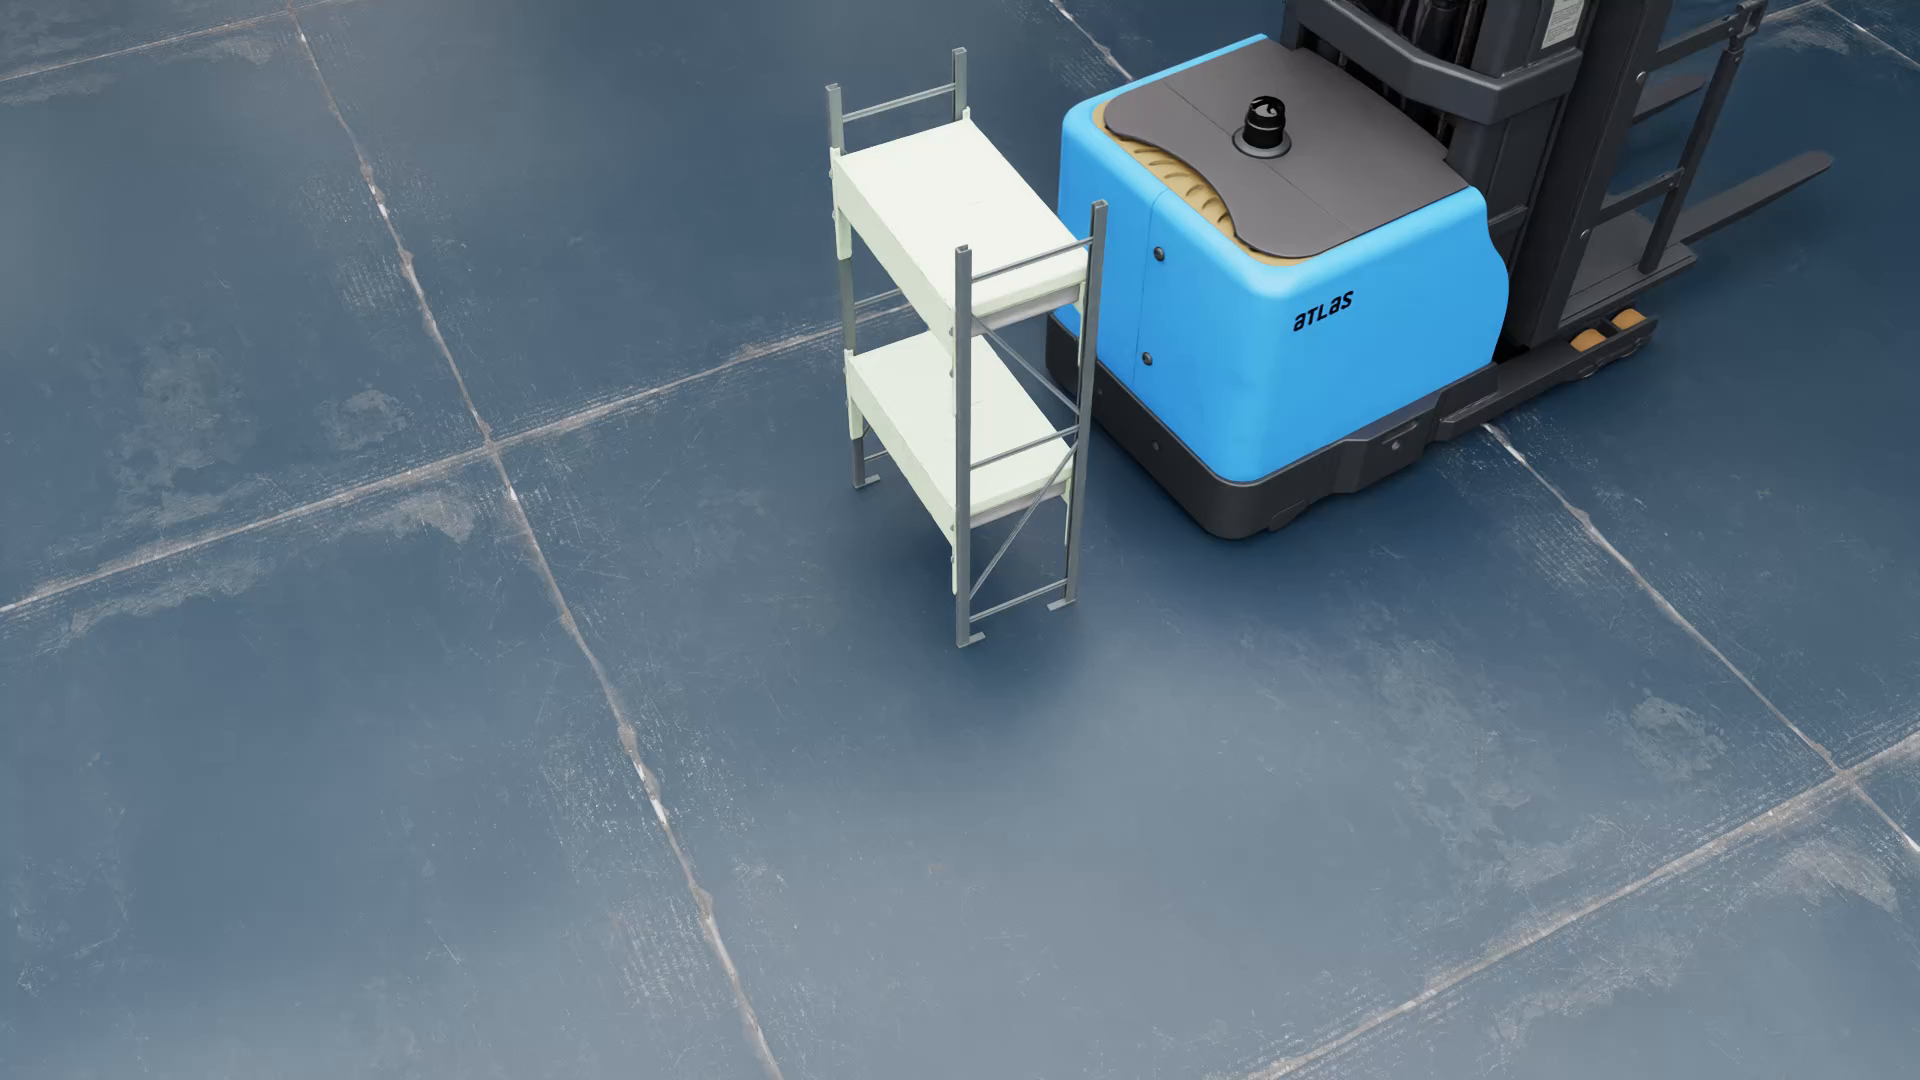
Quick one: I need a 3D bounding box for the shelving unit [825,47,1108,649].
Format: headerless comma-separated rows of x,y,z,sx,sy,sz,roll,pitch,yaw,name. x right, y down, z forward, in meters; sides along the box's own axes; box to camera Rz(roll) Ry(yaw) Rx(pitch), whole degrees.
0.003,-0.489,4.682,0.431,1.500,0.755,-21,52,-18,shelving unit

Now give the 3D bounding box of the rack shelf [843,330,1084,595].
0.003,-0.275,4.927,0.431,0.370,0.720,-21,52,-18,rack shelf

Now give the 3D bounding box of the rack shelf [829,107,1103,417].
0.003,-0.746,4.388,0.431,0.370,0.720,-21,52,-18,rack shelf

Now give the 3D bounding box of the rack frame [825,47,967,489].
-0.164,-0.734,4.896,0.400,1.500,0.023,-21,52,-18,rack frame

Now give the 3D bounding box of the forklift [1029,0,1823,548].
1.752,-1.809,4.885,3.031,2.935,1.130,-26,54,-21,forklift

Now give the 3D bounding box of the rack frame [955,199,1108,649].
0.171,-0.244,4.467,0.400,1.500,0.023,-21,52,-18,rack frame
